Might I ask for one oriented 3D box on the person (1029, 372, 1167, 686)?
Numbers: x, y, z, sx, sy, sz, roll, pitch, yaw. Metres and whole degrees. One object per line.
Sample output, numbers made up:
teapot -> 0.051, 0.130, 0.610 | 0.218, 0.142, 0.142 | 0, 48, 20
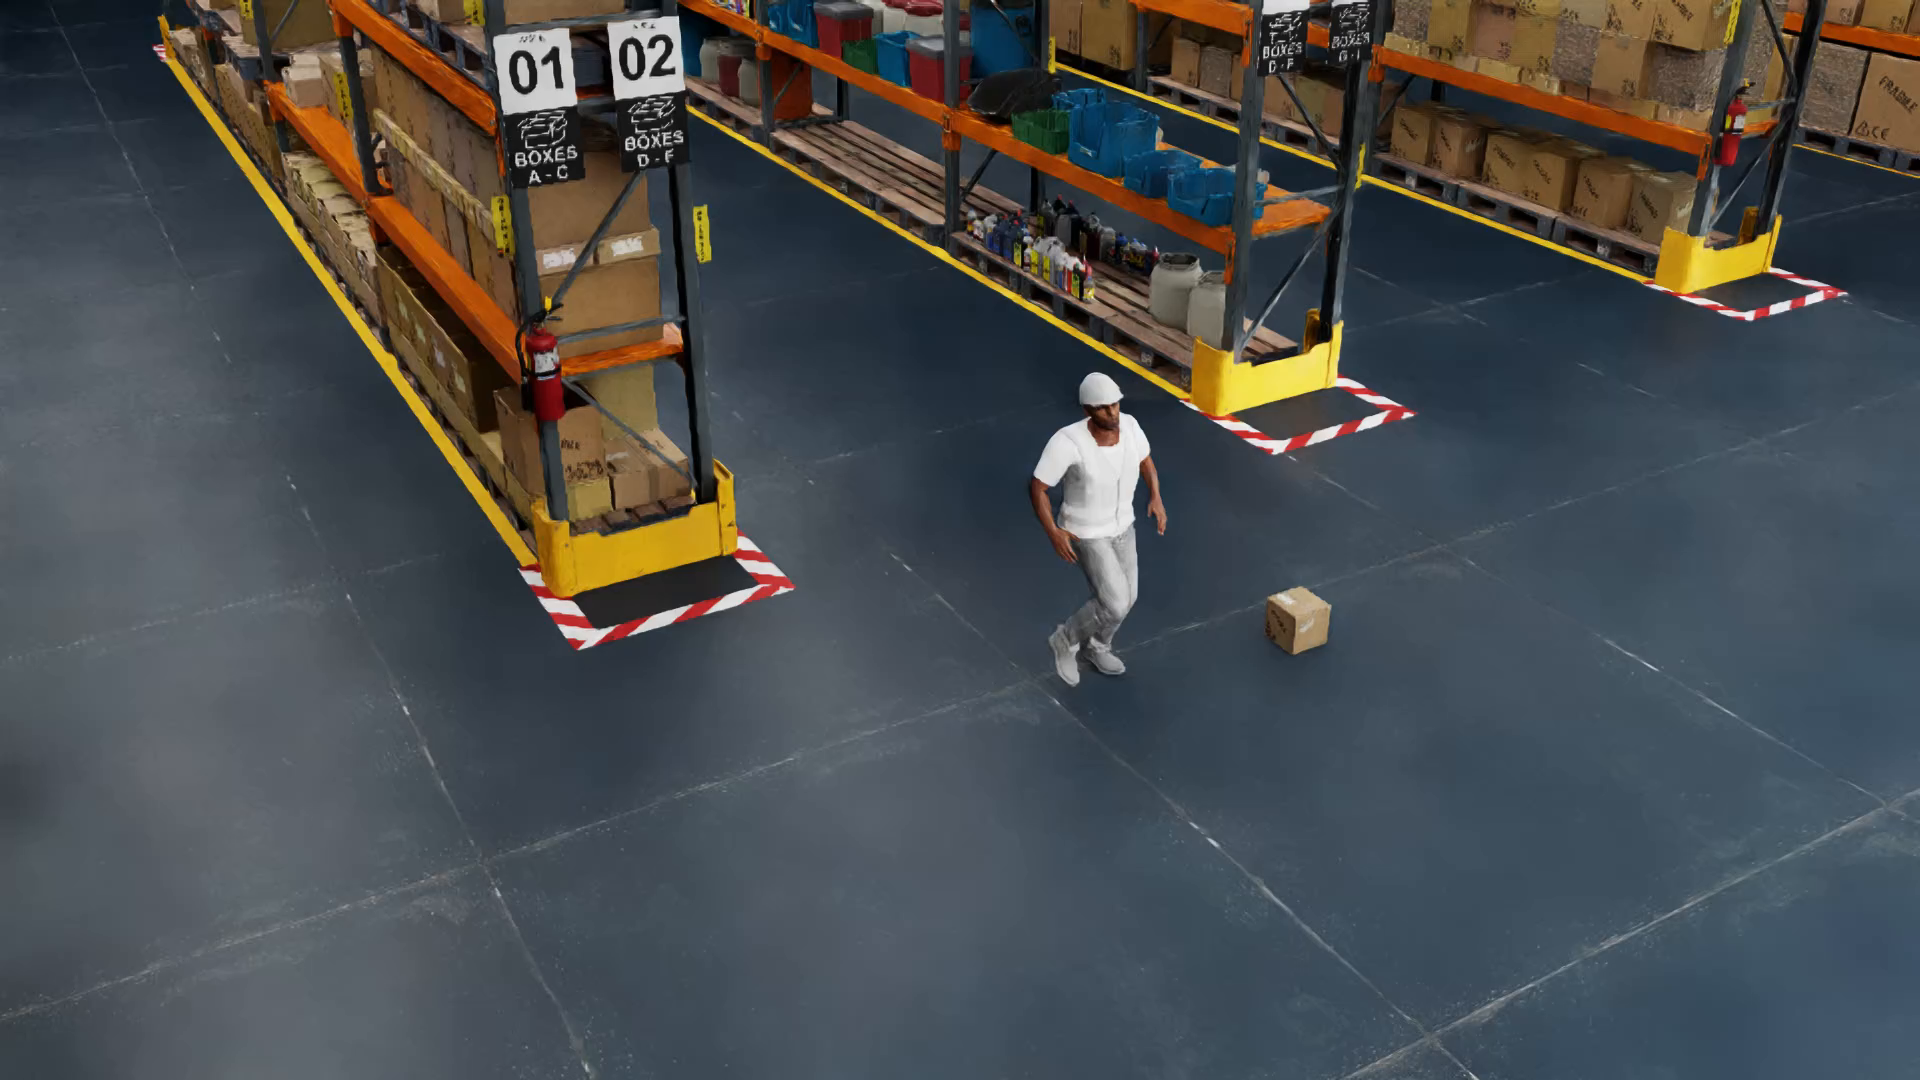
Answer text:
person -> 0.768, -0.062, 8.686 | 0.739, 1.731, 0.531 | -25, 38, -38
